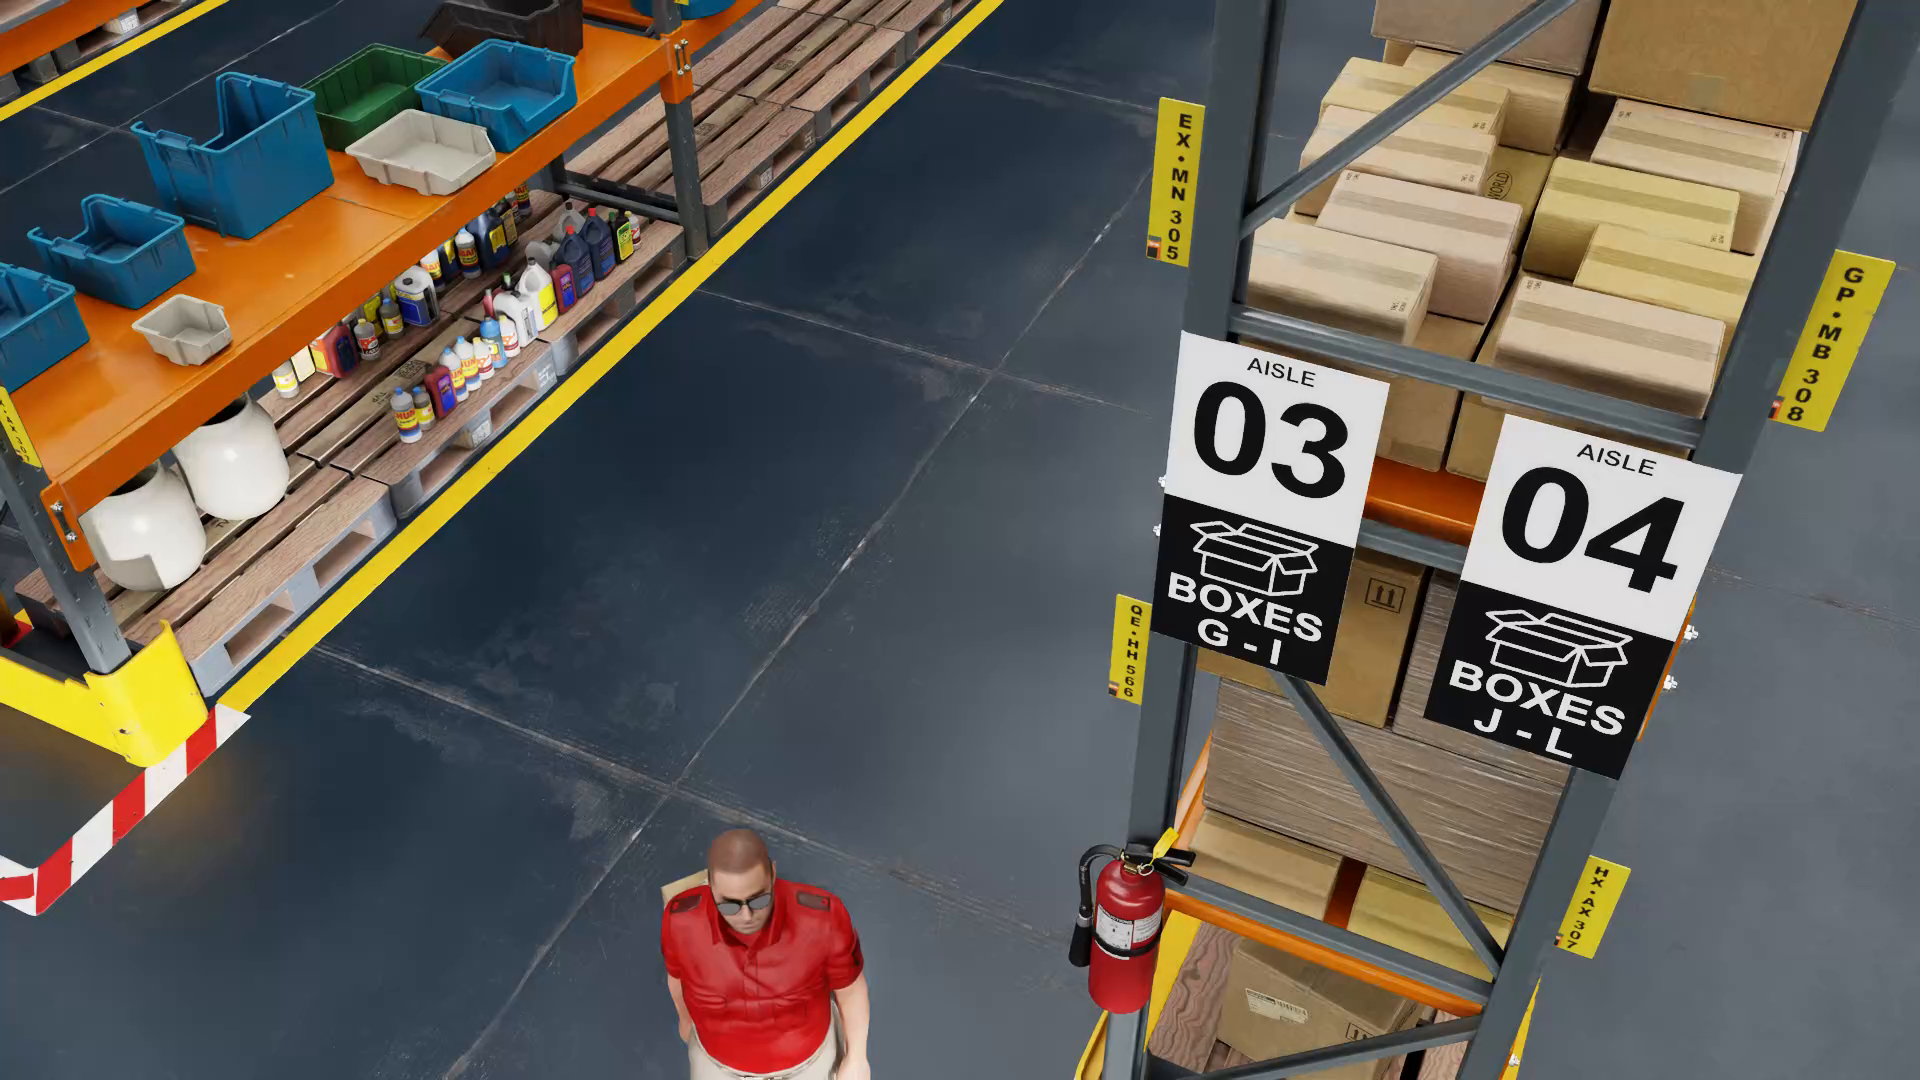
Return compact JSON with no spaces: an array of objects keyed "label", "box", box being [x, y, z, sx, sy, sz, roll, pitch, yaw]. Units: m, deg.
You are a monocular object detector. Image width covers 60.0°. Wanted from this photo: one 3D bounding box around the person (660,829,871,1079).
[{"label":"person","box":[-0.521,1.163,4.393,0.553,1.045,0.335,-2,42,-2]}]
